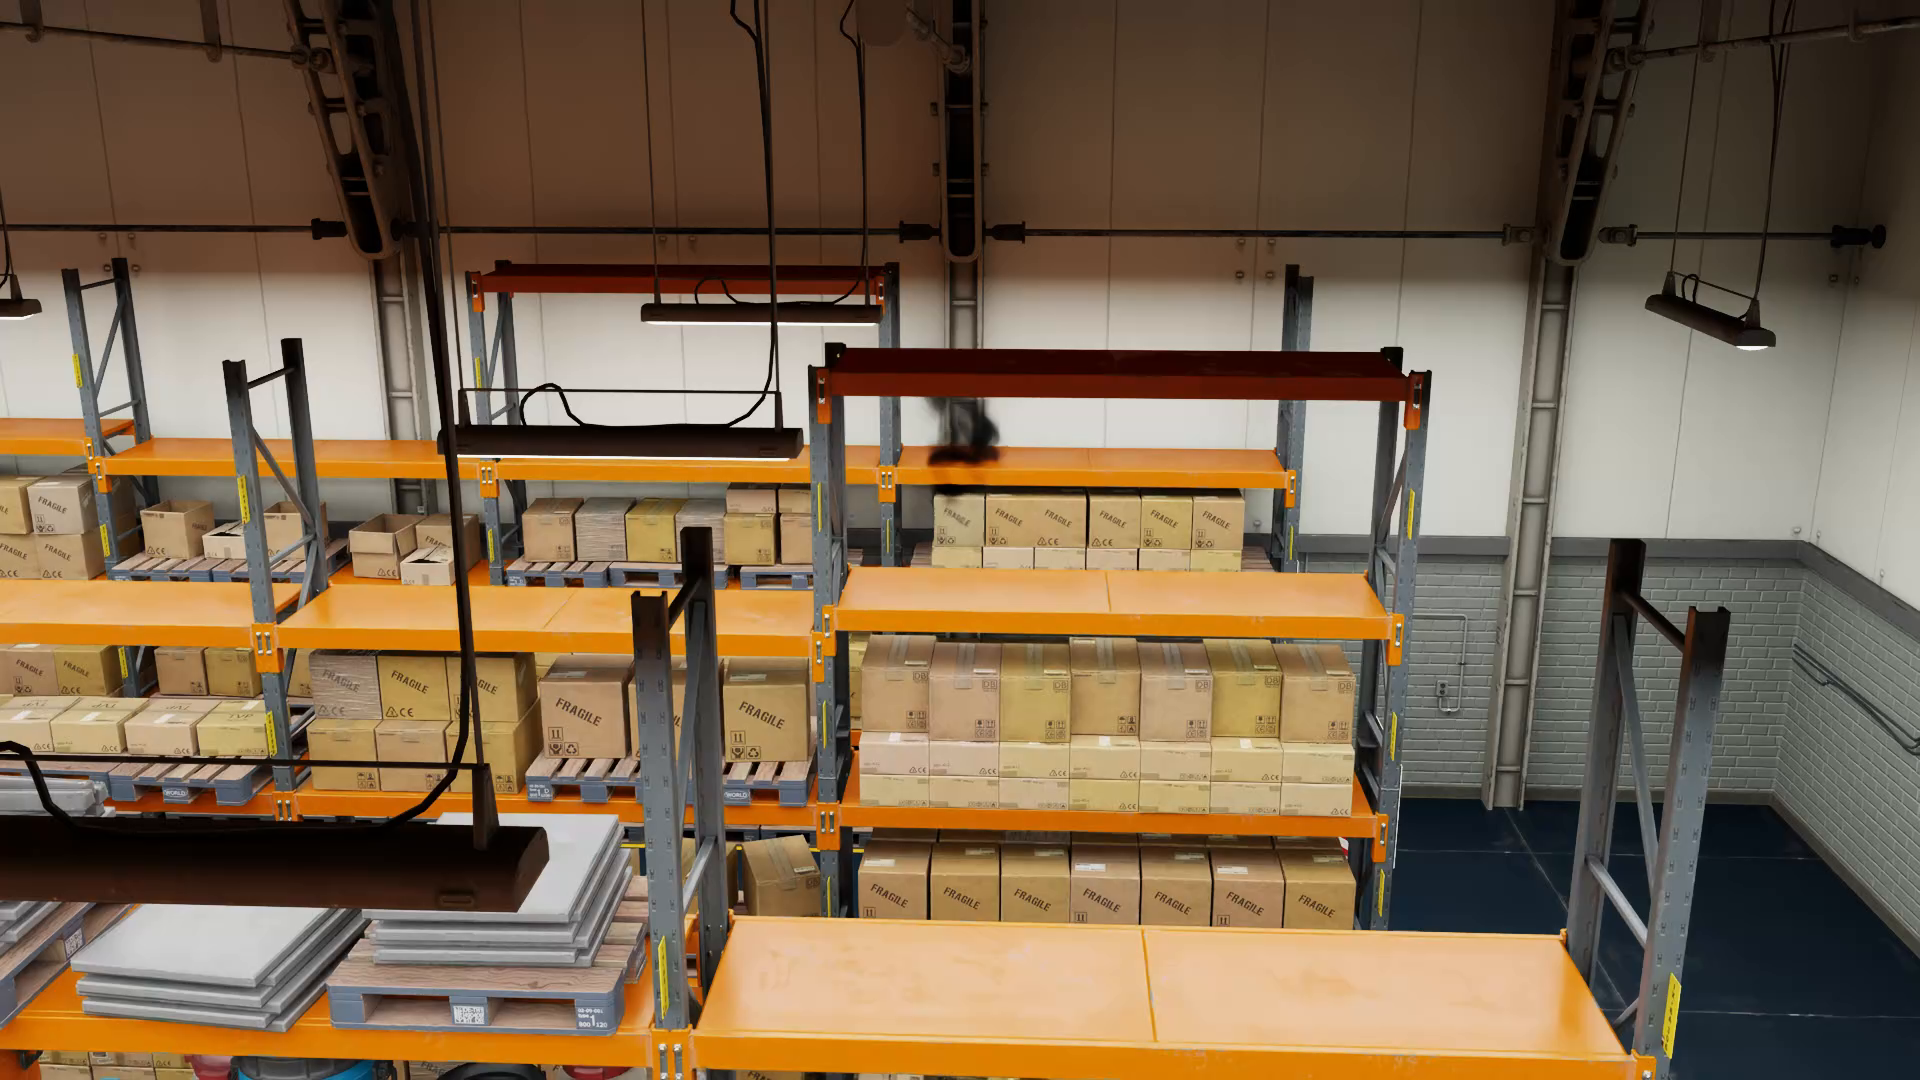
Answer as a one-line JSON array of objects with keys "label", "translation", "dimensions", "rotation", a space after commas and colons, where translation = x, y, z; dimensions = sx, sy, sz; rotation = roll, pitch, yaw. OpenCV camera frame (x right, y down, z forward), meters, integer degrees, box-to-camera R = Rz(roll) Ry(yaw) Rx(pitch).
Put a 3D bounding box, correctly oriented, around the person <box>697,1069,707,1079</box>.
[{"label": "person", "translation": [-1.770, 4.224, 10.965], "dimensions": [0.599, 1.742, 0.670], "rotation": [-3, 16, -9]}]
